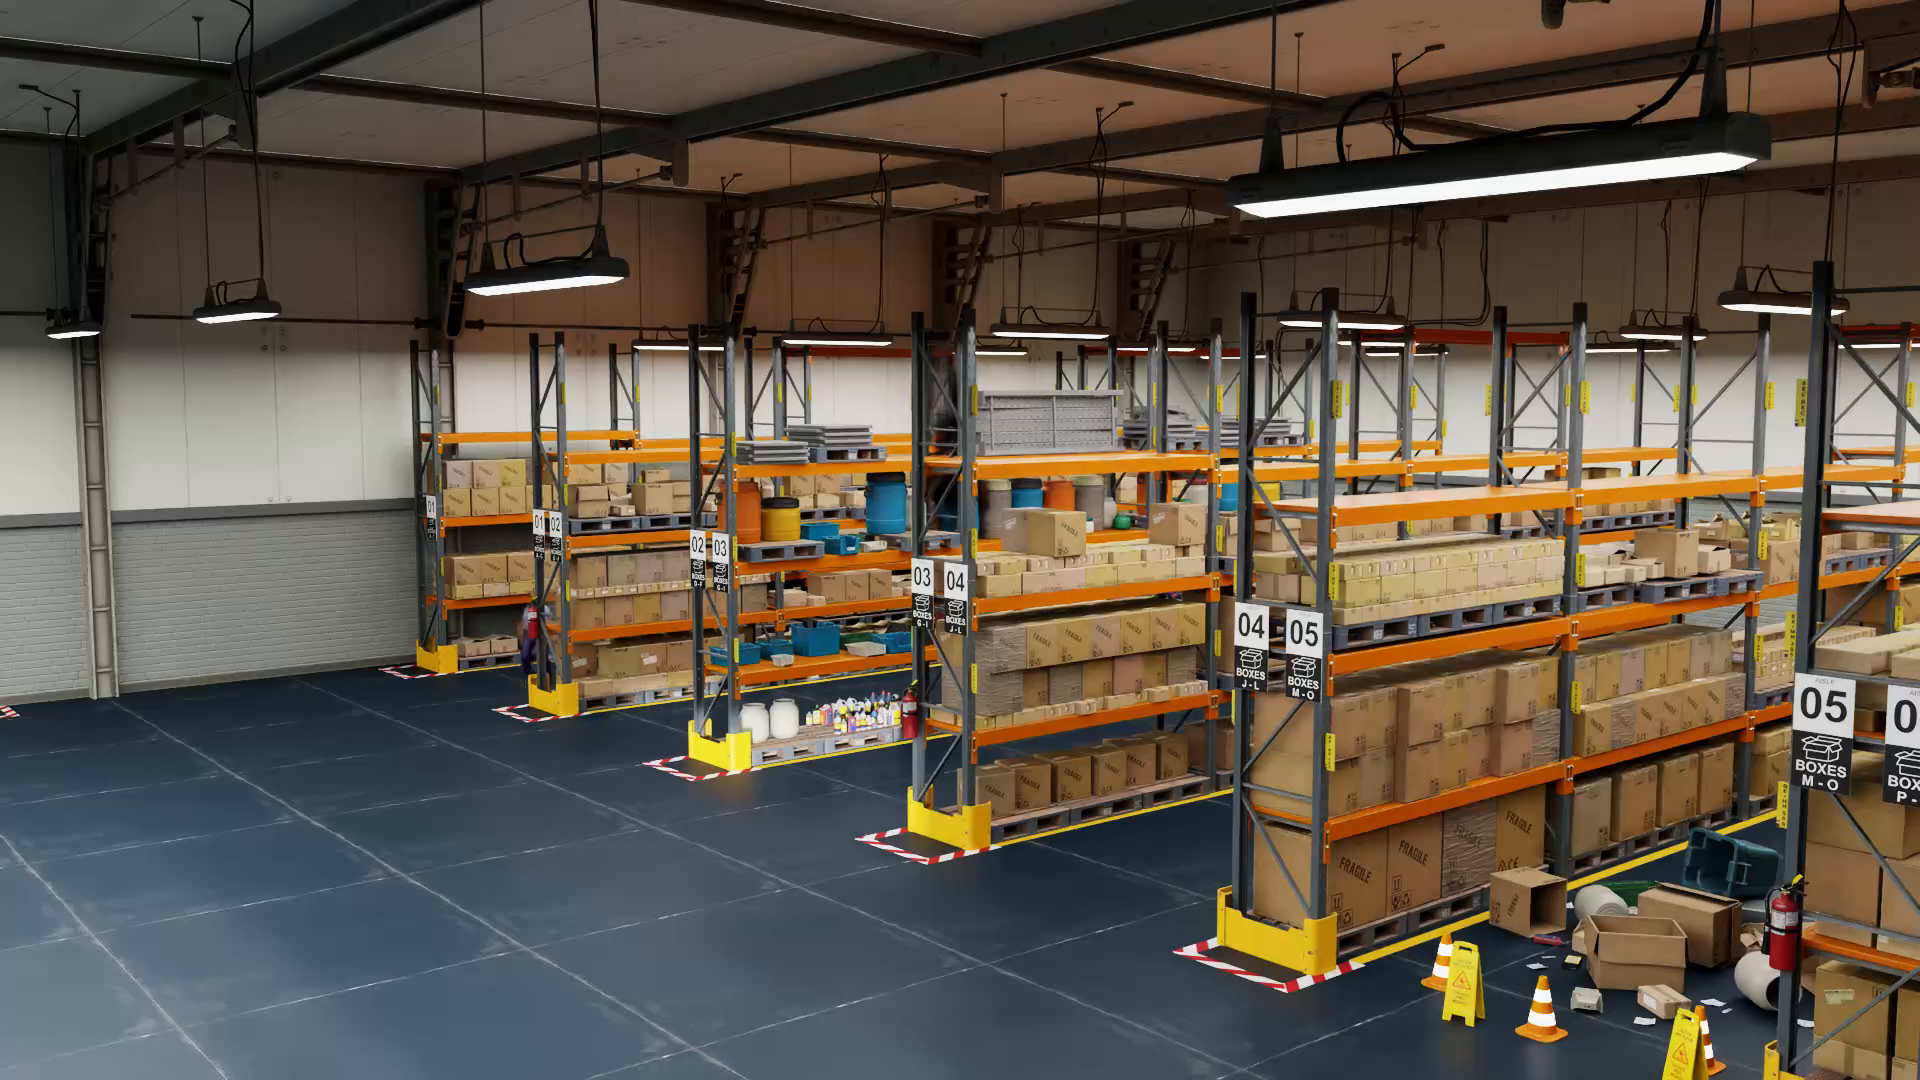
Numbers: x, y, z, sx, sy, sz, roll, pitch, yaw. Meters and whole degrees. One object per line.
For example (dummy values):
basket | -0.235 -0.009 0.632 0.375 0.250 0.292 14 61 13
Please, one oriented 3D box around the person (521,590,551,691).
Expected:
person | -7.278 1.716 28.548 0.581 1.696 0.766 0 5 5

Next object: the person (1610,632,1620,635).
person | 9.797 2.123 24.494 0.615 1.627 0.797 5 7 45
